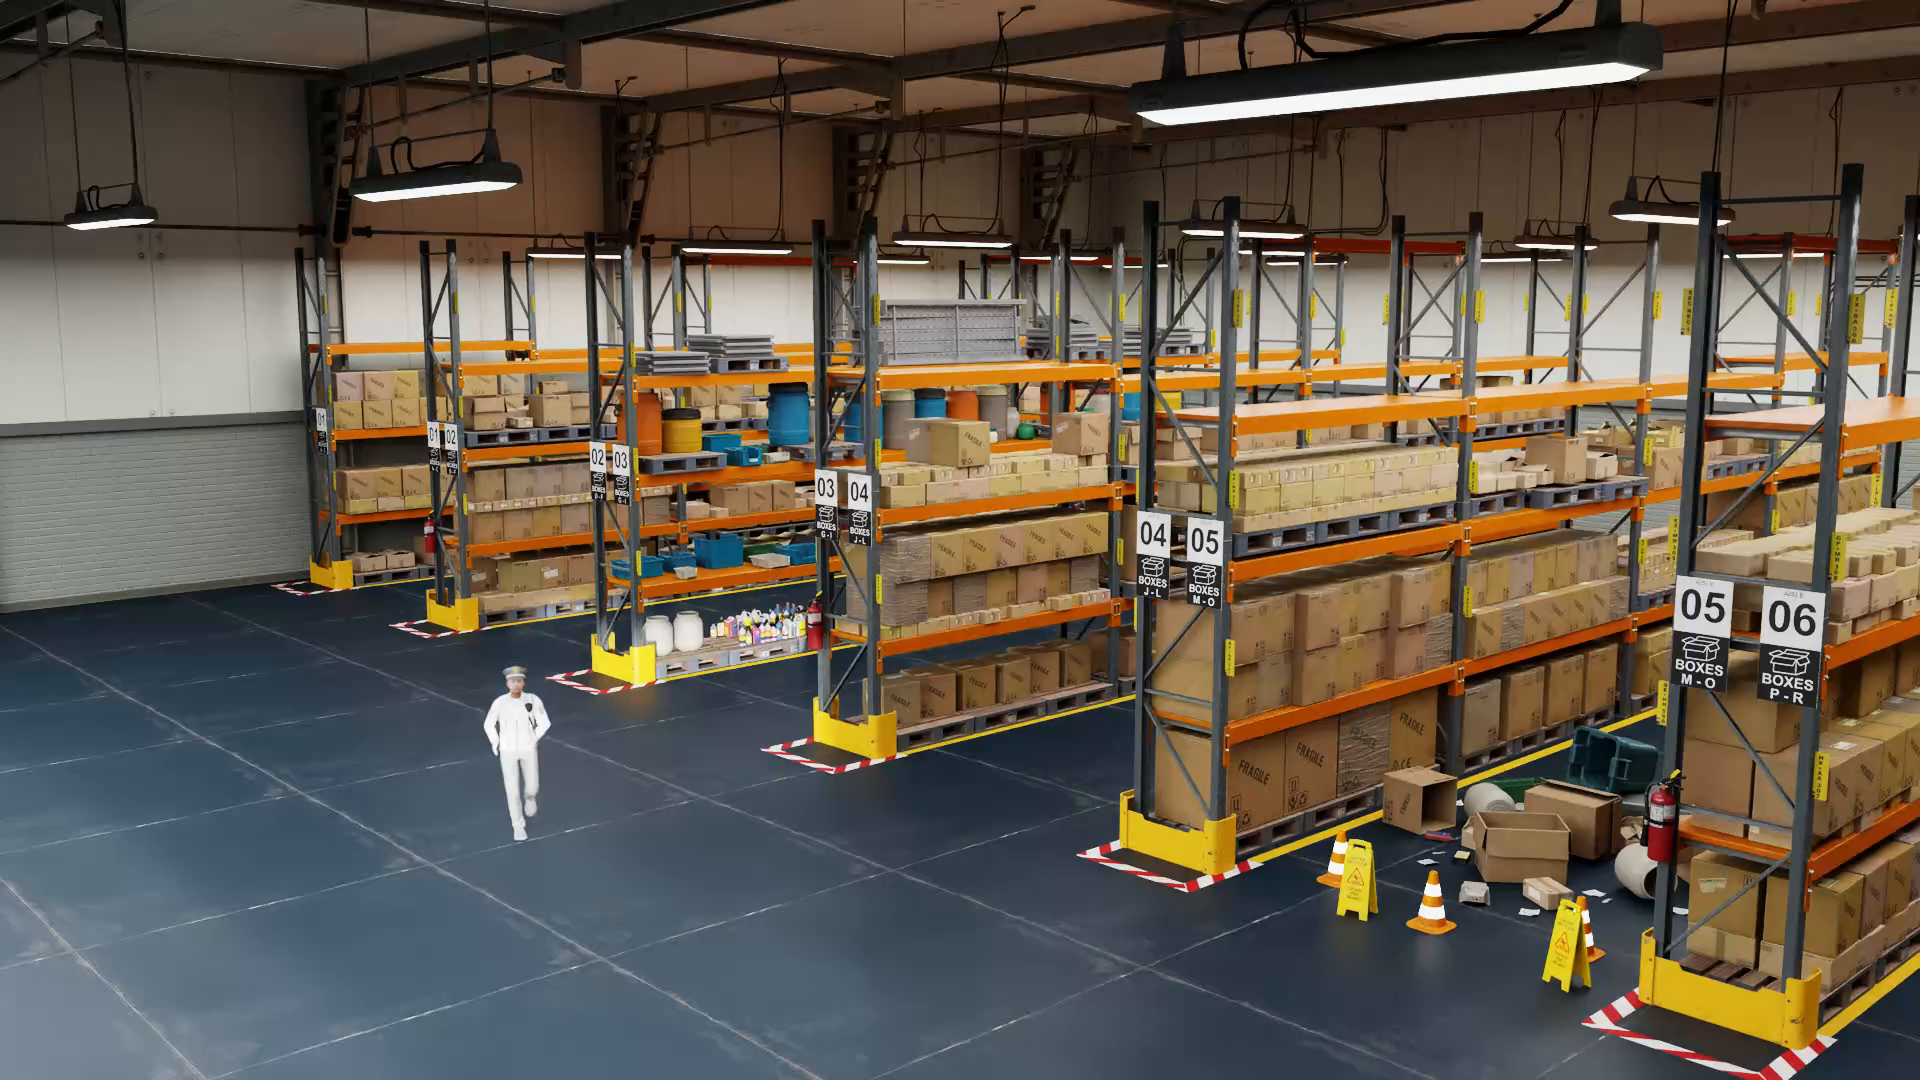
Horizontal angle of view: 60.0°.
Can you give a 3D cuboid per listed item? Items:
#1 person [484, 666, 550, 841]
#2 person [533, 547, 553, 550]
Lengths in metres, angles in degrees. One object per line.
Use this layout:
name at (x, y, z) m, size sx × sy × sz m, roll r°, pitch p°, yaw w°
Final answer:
person at (-4.261, 2.012, 16.022) m, size 0.619 × 1.651 × 0.666 m, roll -2°, pitch 9°, yaw -14°
person at (-7.249, 0.068, 29.031) m, size 0.701 × 1.716 × 0.587 m, roll 7°, pitch 11°, yaw 40°
